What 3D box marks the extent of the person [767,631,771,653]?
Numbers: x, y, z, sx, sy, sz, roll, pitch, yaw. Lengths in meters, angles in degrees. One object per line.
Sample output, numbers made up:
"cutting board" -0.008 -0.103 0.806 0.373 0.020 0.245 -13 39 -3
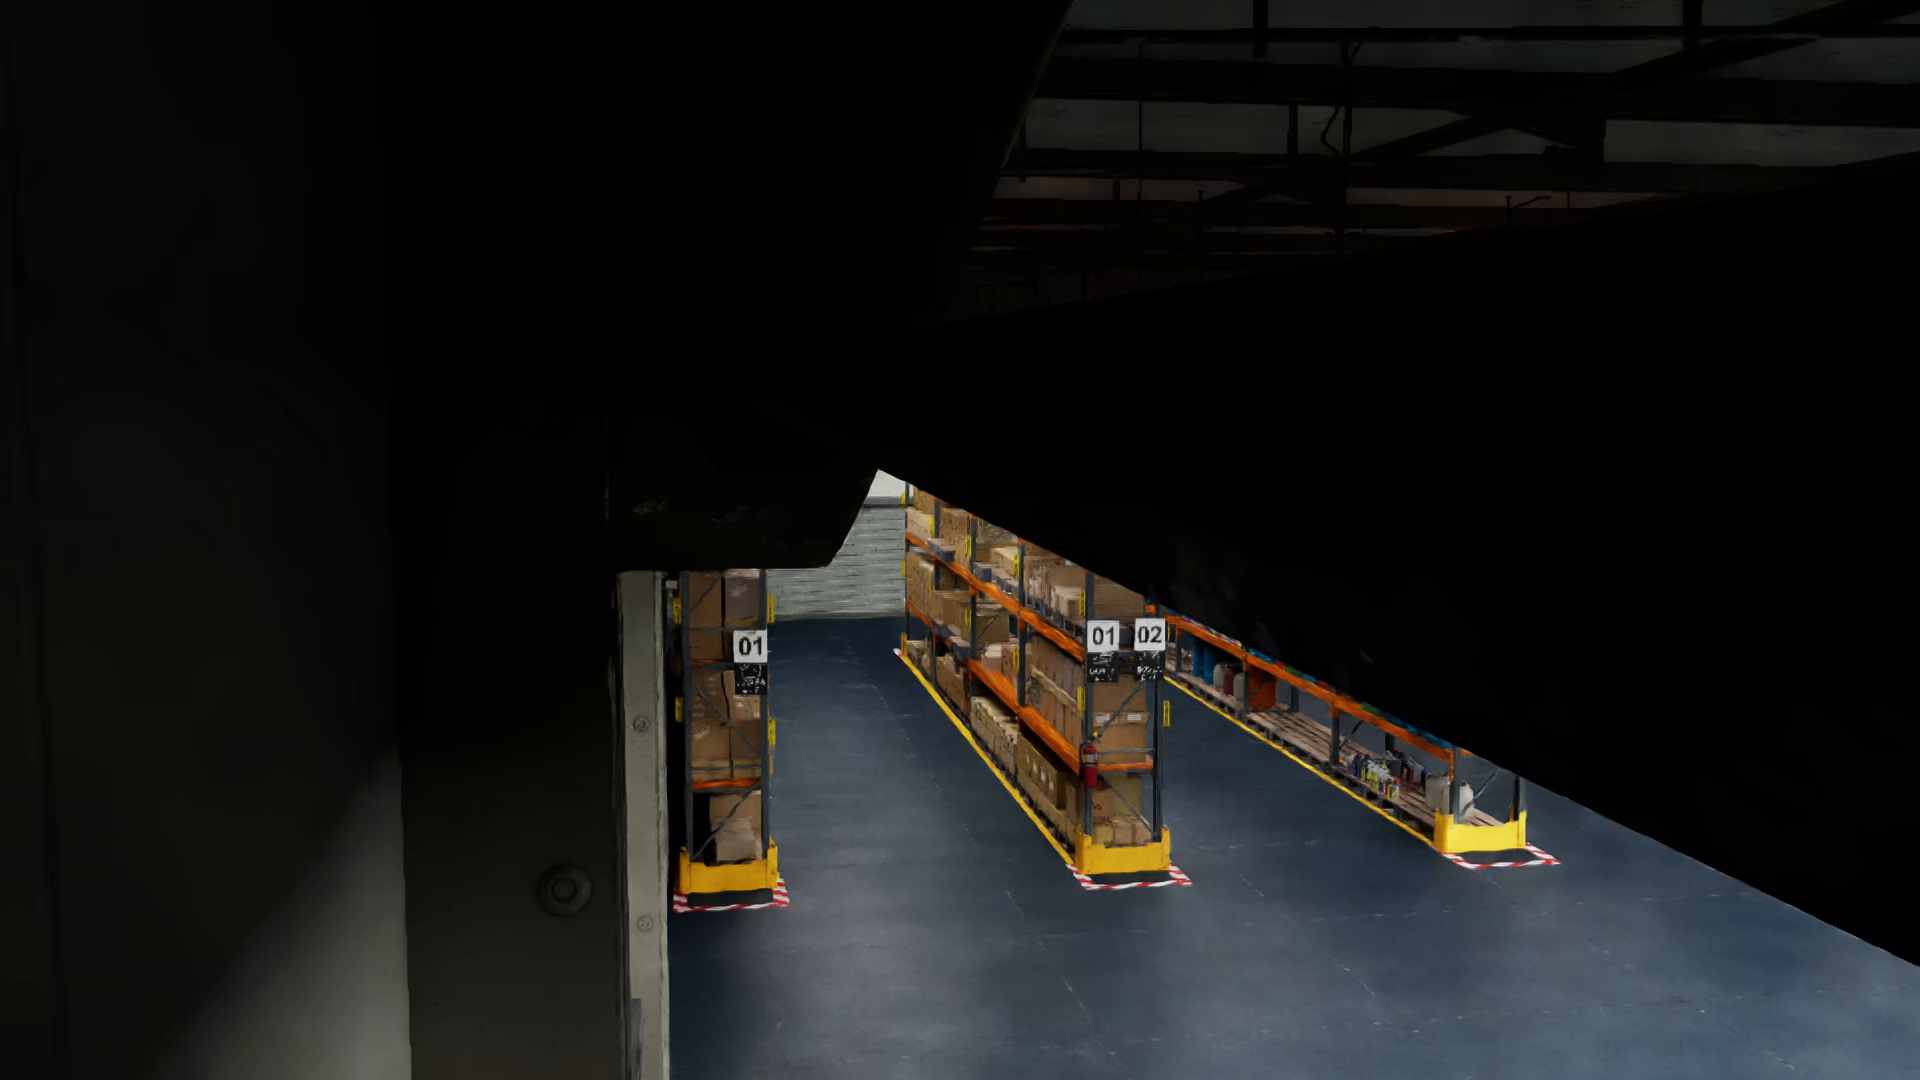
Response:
"person" -4.600 1.705 36.802 0.573 1.626 0.720 -4 7 -33
